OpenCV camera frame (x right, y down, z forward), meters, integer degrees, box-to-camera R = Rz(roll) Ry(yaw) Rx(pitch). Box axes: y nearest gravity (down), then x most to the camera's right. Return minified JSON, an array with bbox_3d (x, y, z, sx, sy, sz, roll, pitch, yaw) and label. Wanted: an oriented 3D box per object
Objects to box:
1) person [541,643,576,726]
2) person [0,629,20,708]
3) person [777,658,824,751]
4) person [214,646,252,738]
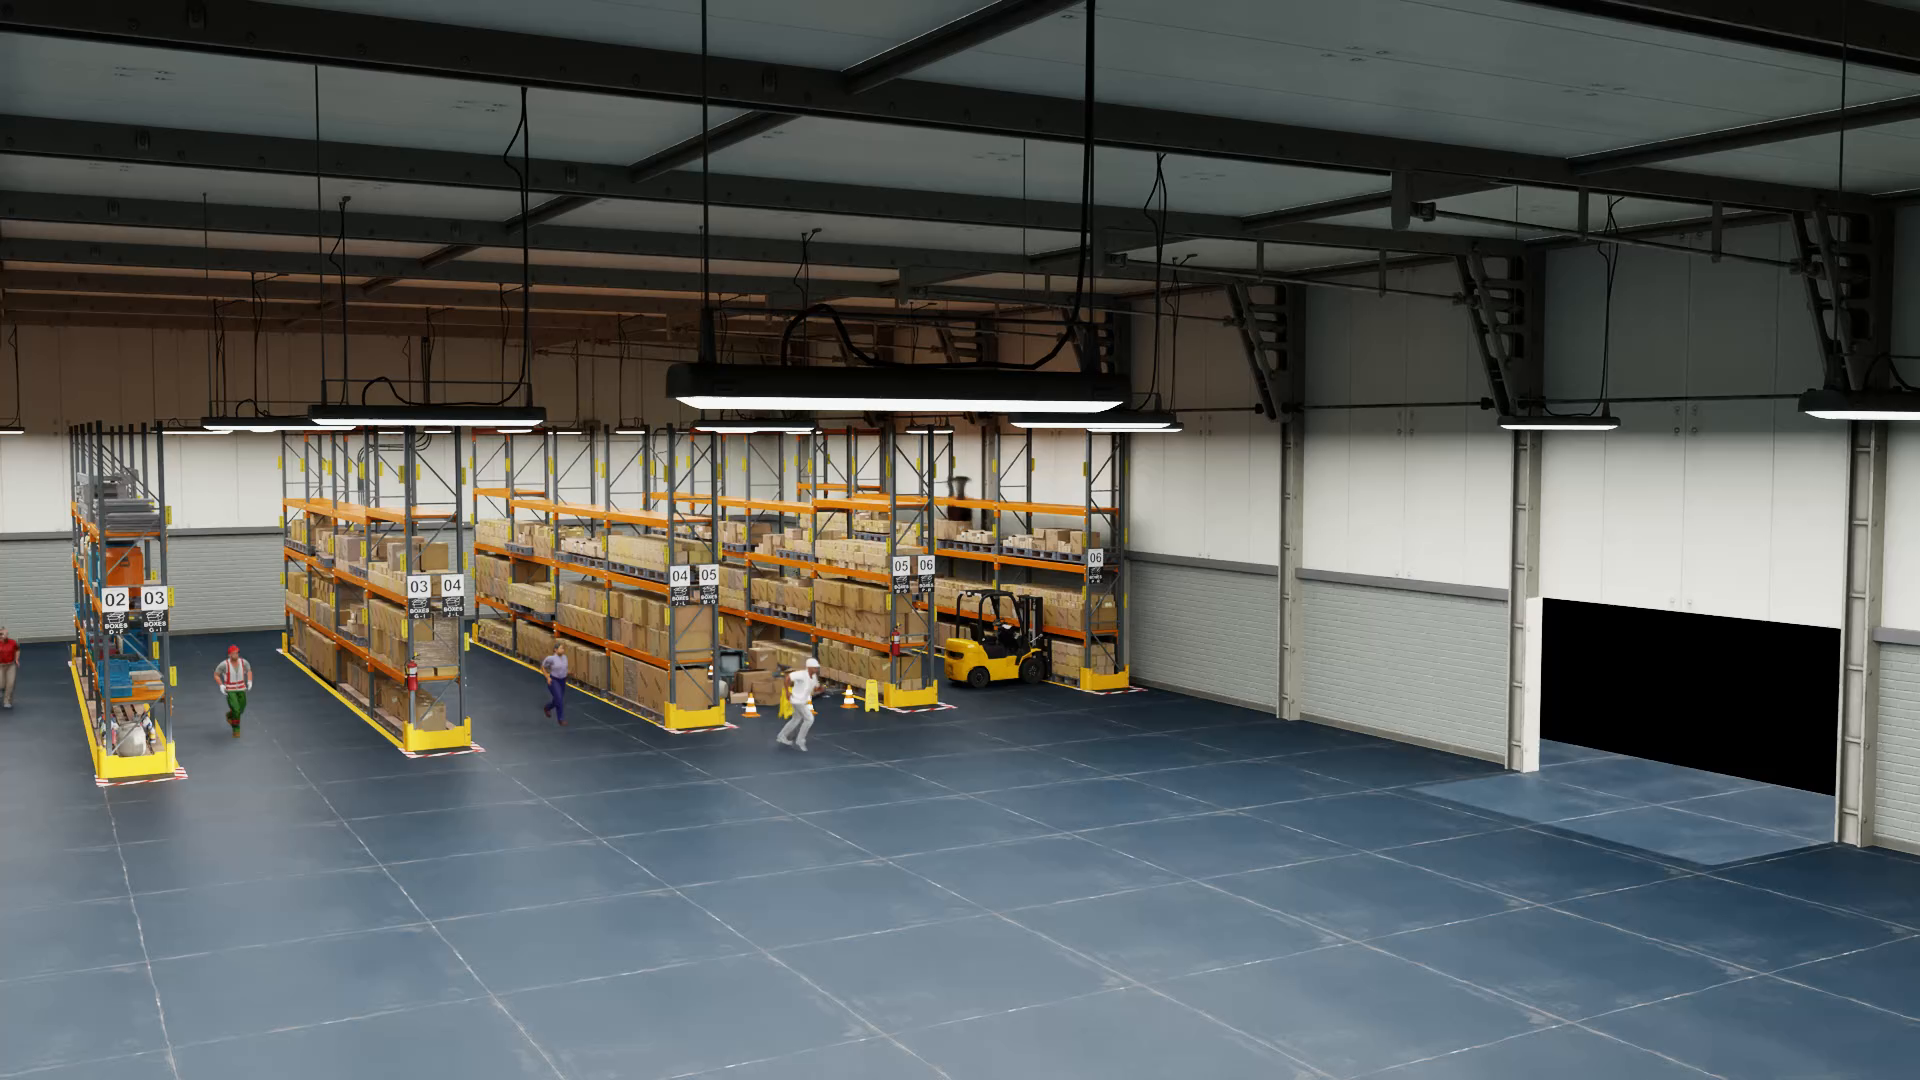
[{"bbox_3d":[-8.085,2.873,33.210,0.846,1.659,0.586,2,4,34],"label":"person"},{"bbox_3d":[-20.282,2.714,35.270,0.670,1.675,0.715,-3,5,-41],"label":"person"},{"bbox_3d":[-2.947,3.029,30.498,0.923,1.745,0.734,1,4,20],"label":"person"},{"bbox_3d":[-13.966,2.888,31.922,0.686,1.761,0.751,-3,5,-40],"label":"person"}]
